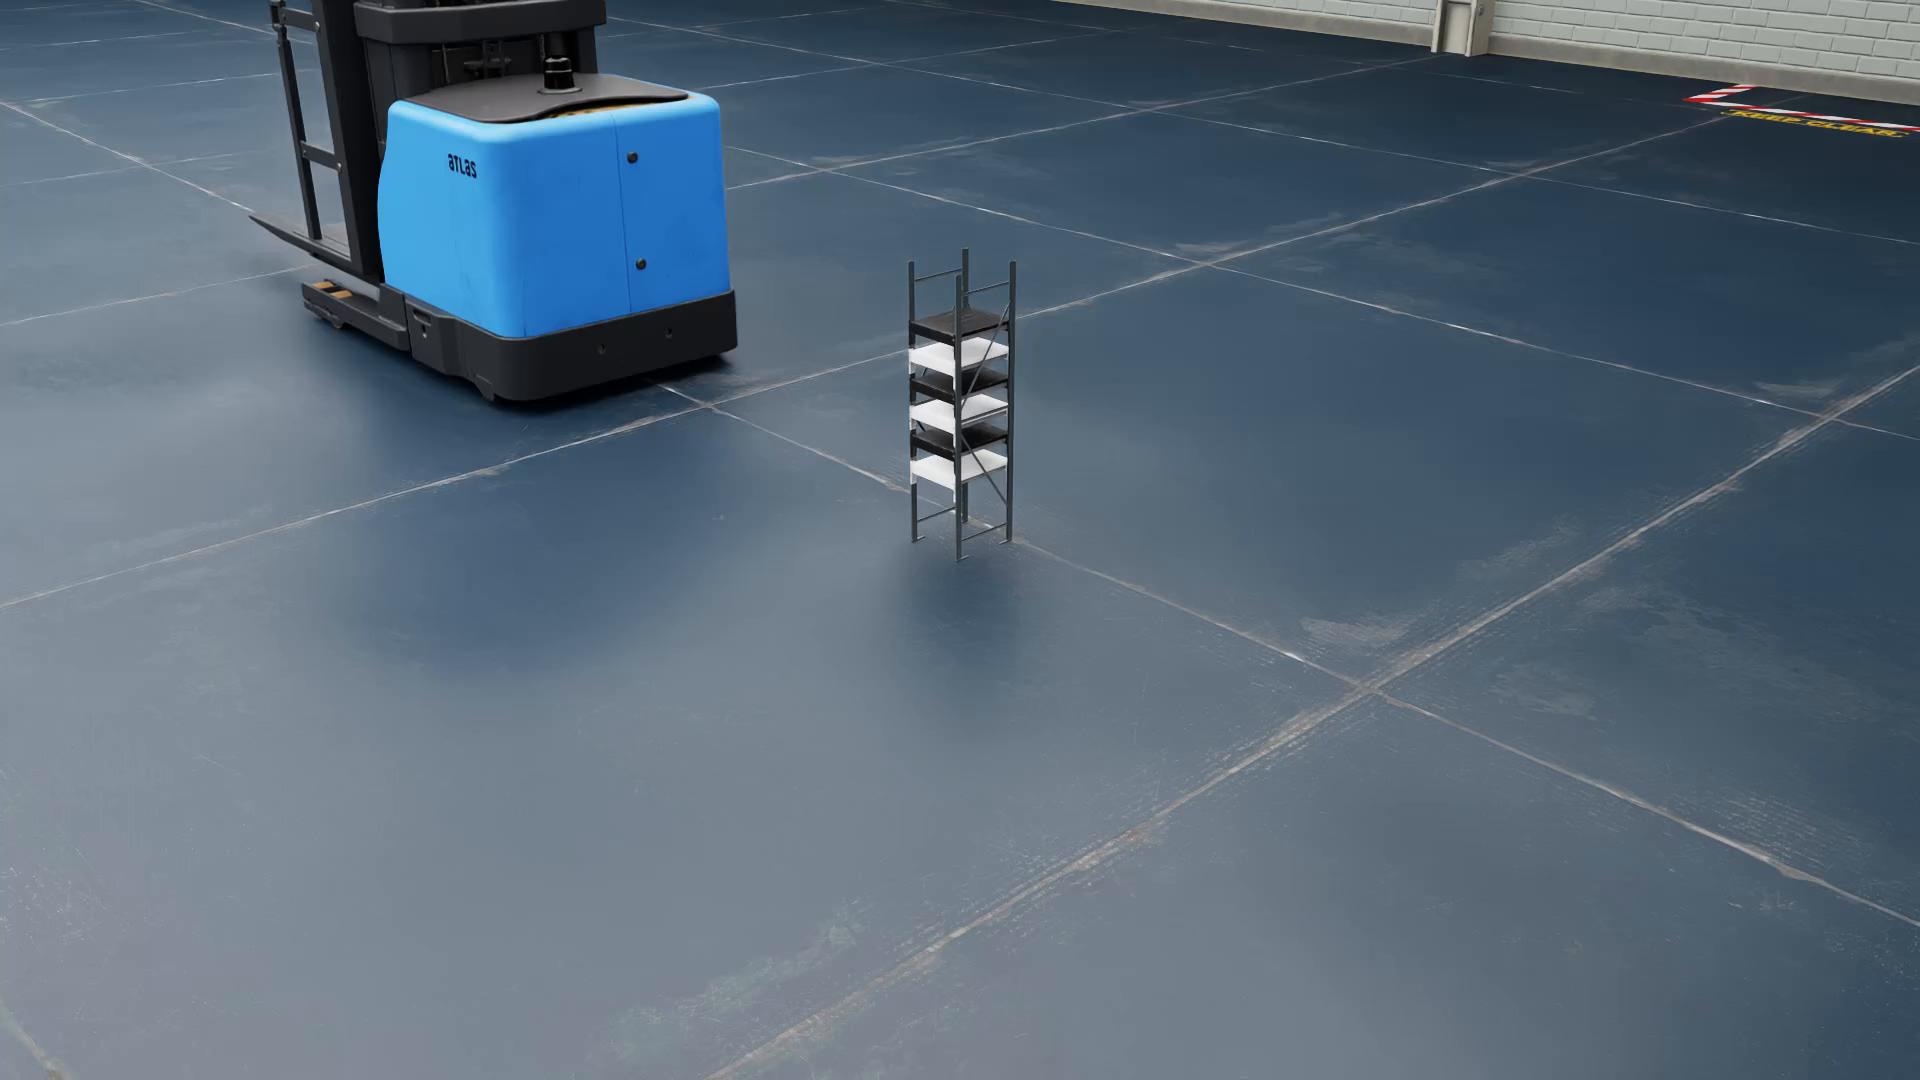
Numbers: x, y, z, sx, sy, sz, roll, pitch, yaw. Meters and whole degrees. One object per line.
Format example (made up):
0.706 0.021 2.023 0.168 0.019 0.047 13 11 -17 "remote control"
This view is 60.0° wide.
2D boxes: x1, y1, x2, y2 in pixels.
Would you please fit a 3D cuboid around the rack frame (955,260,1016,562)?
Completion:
0.075 -0.376 4.990 0.240 0.900 0.006 -21 32 -38 "rack frame"

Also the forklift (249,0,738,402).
-2.274 -2.381 6.938 1.130 2.935 3.031 -21 32 -38 "forklift"

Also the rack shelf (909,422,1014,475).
0.006 -0.295 5.109 0.258 0.077 0.200 -21 32 -38 "rack shelf"

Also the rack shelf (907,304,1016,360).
0.006 -0.622 4.960 0.258 0.077 0.200 -21 32 -38 "rack shelf"

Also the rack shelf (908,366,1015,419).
0.006 -0.459 5.034 0.258 0.077 0.200 -21 32 -38 "rack shelf"

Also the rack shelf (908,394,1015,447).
0.006 -0.377 5.072 0.258 0.077 0.200 -21 32 -38 "rack shelf"

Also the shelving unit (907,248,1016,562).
0.006 -0.407 5.058 0.258 0.900 0.210 -21 32 -38 "shelving unit"

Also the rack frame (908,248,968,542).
-0.064 -0.438 5.125 0.240 0.900 0.006 -21 32 -38 "rack frame"

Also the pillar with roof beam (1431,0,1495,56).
1.275 -7.186 10.159 9.100 9.000 0.400 -21 32 -38 "pillar with roof beam"

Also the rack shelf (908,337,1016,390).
0.006 -0.540 4.997 0.258 0.077 0.200 -21 32 -38 "rack shelf"

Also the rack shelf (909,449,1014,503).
0.006 -0.213 5.146 0.258 0.077 0.200 -21 32 -38 "rack shelf"
